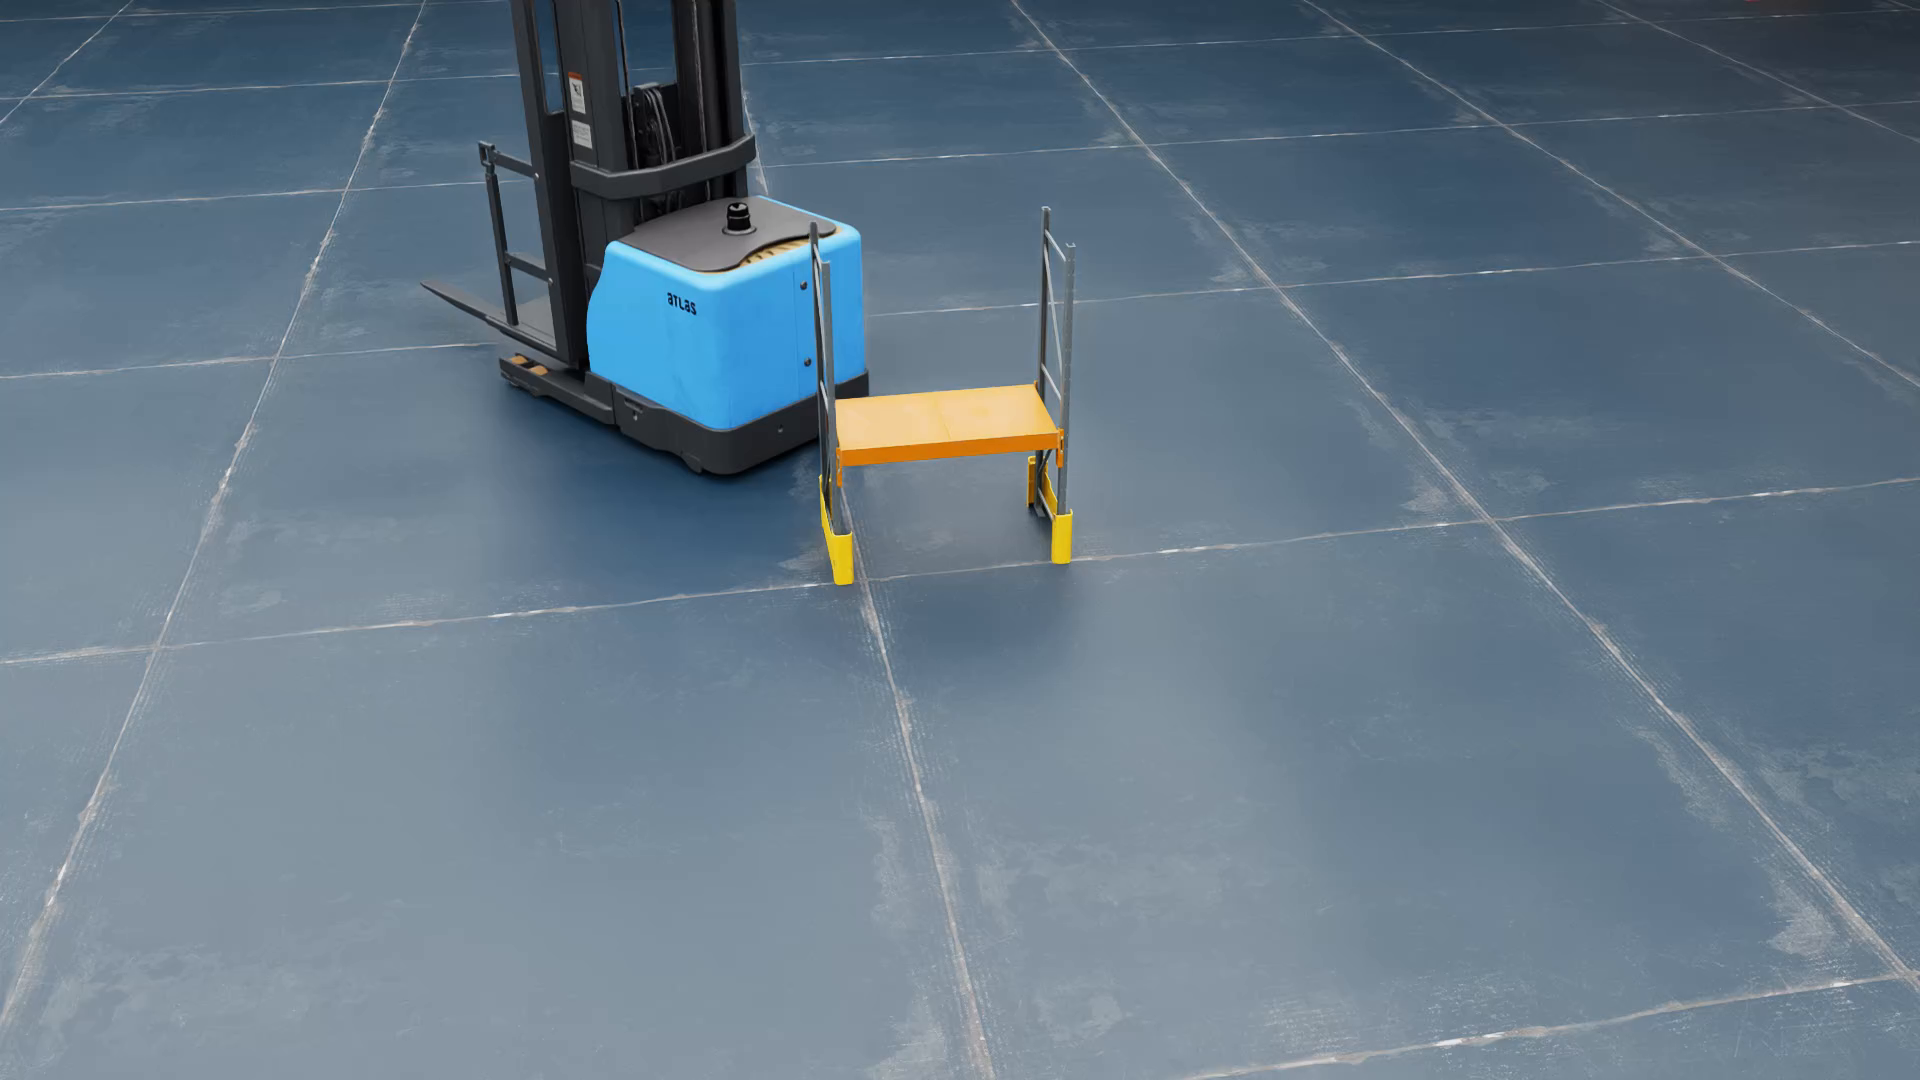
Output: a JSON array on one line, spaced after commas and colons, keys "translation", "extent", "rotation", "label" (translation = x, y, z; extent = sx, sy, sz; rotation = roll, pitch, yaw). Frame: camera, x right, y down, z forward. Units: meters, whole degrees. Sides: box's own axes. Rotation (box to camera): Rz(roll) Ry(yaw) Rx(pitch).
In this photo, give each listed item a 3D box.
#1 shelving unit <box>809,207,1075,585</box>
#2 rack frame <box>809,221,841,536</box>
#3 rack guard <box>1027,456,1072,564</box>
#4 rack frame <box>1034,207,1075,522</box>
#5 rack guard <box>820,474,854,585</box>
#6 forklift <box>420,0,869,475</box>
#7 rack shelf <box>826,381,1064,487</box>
[{"translation": [-0.075, -0.640, 7.358], "extent": [1.083, 1.500, 0.587], "rotation": [-5, 31, -9], "label": "shelving unit"}, {"translation": [-0.584, -0.592, 7.278], "extent": [0.032, 1.500, 0.500], "rotation": [-5, 31, -9], "label": "rack frame"}, {"translation": [0.415, -0.146, 7.752], "extent": [0.087, 0.250, 0.587], "rotation": [-5, 31, -9], "label": "rack guard"}, {"translation": [0.416, -0.685, 7.436], "extent": [0.032, 1.500, 0.500], "rotation": [-5, 31, -9], "label": "rack frame"}, {"translation": [-0.565, -0.055, 7.597], "extent": [0.087, 0.250, 0.587], "rotation": [-5, 31, -9], "label": "rack guard"}, {"translation": [-1.898, -2.217, 8.629], "extent": [3.031, 2.935, 1.130], "rotation": [25, 39, 36], "label": "forklift"}, {"translation": [-0.084, -0.484, 7.448], "extent": [1.000, 0.185, 0.538], "rotation": [-5, 31, -9], "label": "rack shelf"}]
